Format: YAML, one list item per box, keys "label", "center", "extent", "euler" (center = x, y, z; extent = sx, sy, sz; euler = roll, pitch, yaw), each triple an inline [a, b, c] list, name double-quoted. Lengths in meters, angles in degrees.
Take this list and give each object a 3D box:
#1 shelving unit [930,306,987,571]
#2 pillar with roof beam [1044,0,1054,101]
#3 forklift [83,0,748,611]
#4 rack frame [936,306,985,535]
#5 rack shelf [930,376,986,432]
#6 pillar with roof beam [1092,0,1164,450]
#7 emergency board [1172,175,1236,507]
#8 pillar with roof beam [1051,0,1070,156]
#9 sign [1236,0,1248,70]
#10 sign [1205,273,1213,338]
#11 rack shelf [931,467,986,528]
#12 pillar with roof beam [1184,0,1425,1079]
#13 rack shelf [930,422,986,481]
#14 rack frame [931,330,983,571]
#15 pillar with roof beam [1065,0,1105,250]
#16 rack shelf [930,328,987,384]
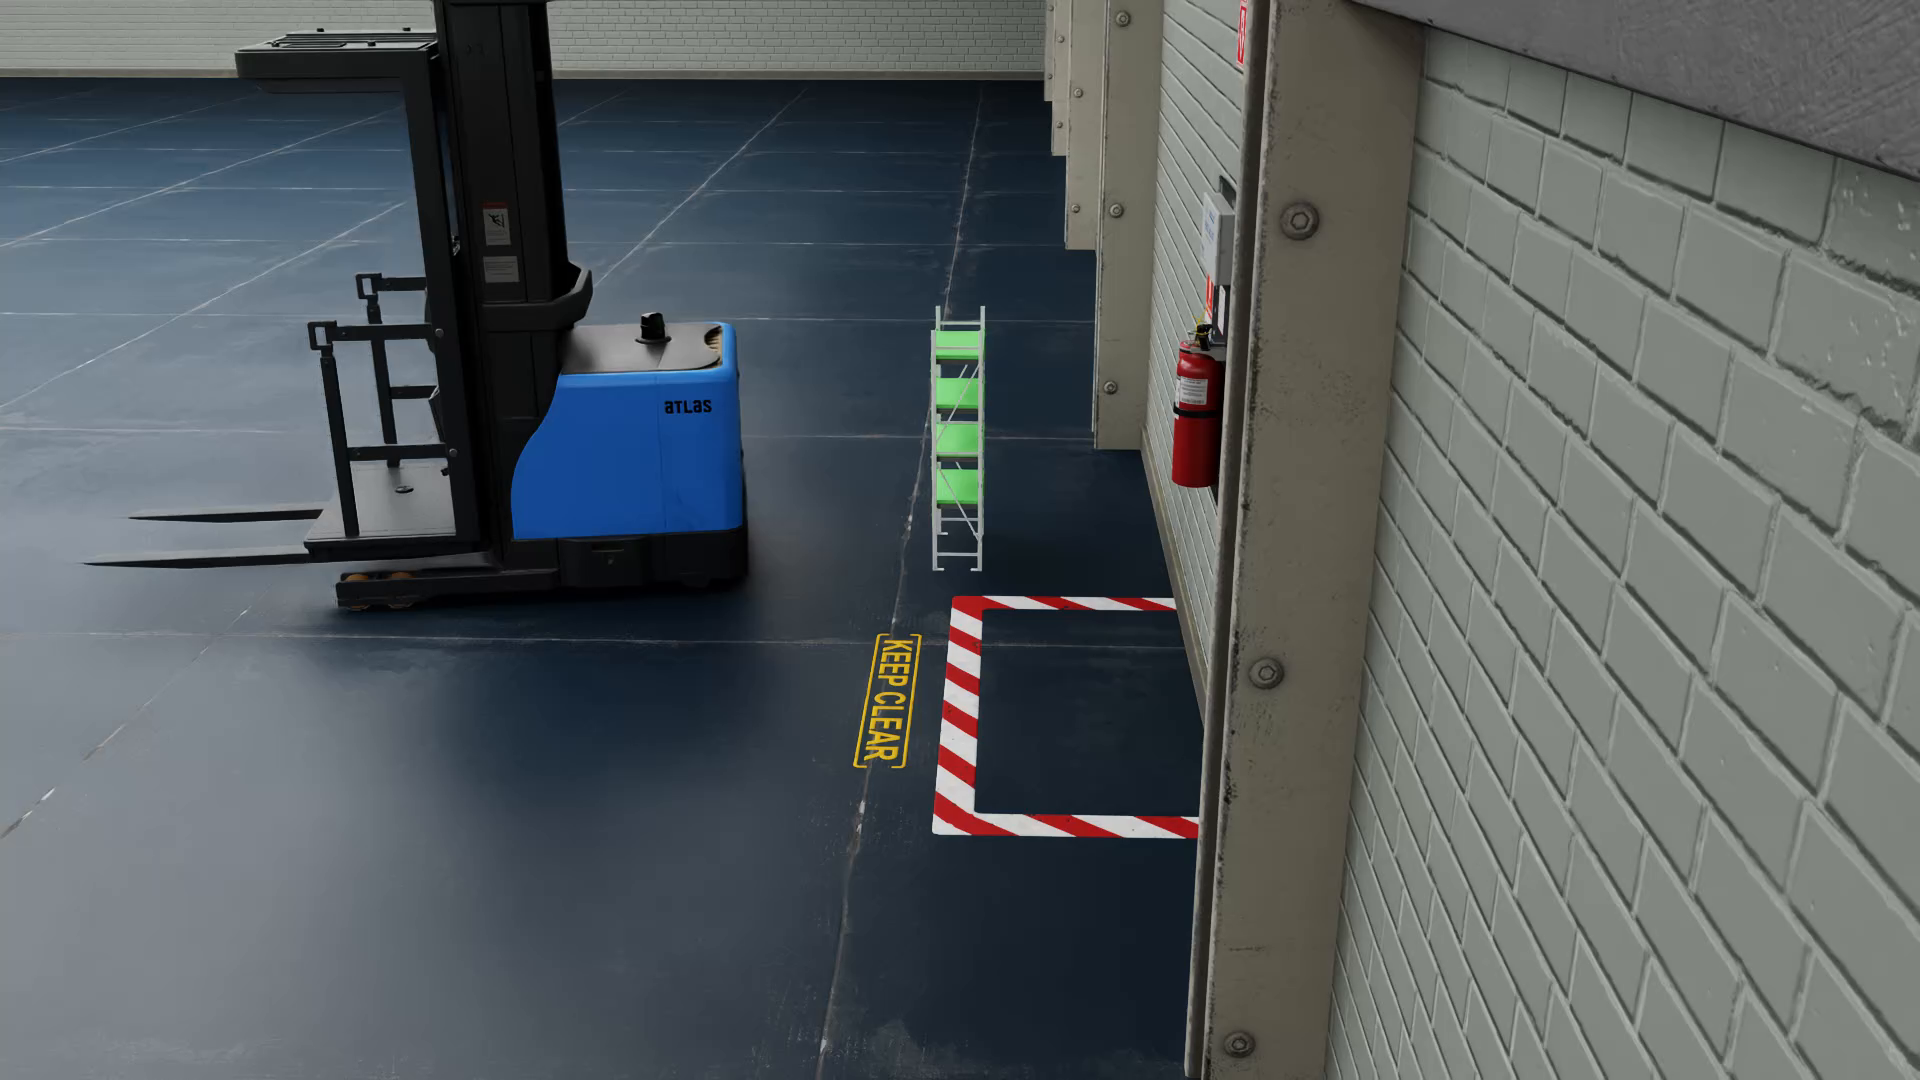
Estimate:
- label: "shelving unit"
  center: [-0.005, -0.500, 8.158]
  extent: [0.258, 1.200, 0.503]
  euler: [1, 21, 2]
- label: "pillar with roof beam"
  center: [-2.790, -11.364, 25.376]
  extent: [9.100, 9.000, 0.400]
  euler: [1, 21, 2]
- label: "forklift"
  center: [-2.571, -1.241, 7.676]
  extent: [3.031, 2.935, 1.130]
  euler: [-3, 21, -7]
- label: "rack frame"
  center: [0.002, -0.588, 8.385]
  extent: [0.240, 1.200, 0.015]
  euler: [1, 21, 2]
- label: "rack shelf"
  center: [-0.005, -0.664, 8.094]
  extent: [0.258, 0.148, 0.480]
  euler: [1, 21, 2]
- label: "pillar with roof beam"
  center: [-3.338, -4.855, 8.602]
  extent: [9.100, 9.000, 0.400]
  euler: [1, 21, 2]
- label: "emergency board"
  center: [0.896, -0.735, 6.276]
  extent: [0.194, 1.169, 0.643]
  euler: [1, 21, 2]
- label: "pillar with roof beam"
  center: [-2.973, -9.194, 19.785]
  extent: [9.100, 9.000, 0.400]
  euler: [1, 21, 2]
- label: "sign"
  center: [0.996, -1.817, 5.862]
  extent: [0.001, 0.298, 0.199]
  euler: [1, 21, 2]
- label: "sign"
  center: [1.016, -0.950, 6.782]
  extent: [0.001, 0.329, 0.234]
  euler: [1, 21, 2]
- label: "rack shelf"
  center: [-0.005, -0.216, 8.268]
  extent: [0.258, 0.148, 0.480]
  euler: [1, 21, 2]
- label: "pillar with roof beam"
  center: [-3.520, -2.686, 3.011]
  extent: [9.100, 9.000, 0.400]
  euler: [1, 21, 2]
- label: "rack shelf"
  center: [-0.005, -0.440, 8.181]
  extent: [0.258, 0.148, 0.480]
  euler: [1, 21, 2]
- label: "rack frame"
  center: [-0.012, -0.411, 7.930]
  extent: [0.240, 1.200, 0.015]
  euler: [1, 21, 2]
- label: "pillar with roof beam"
  center: [-3.155, -7.025, 14.194]
  extent: [9.100, 9.000, 0.400]
  euler: [1, 21, 2]
- label: "rack shelf"
  center: [-0.005, -0.887, 8.007]
  extent: [0.258, 0.148, 0.480]
  euler: [1, 21, 2]
